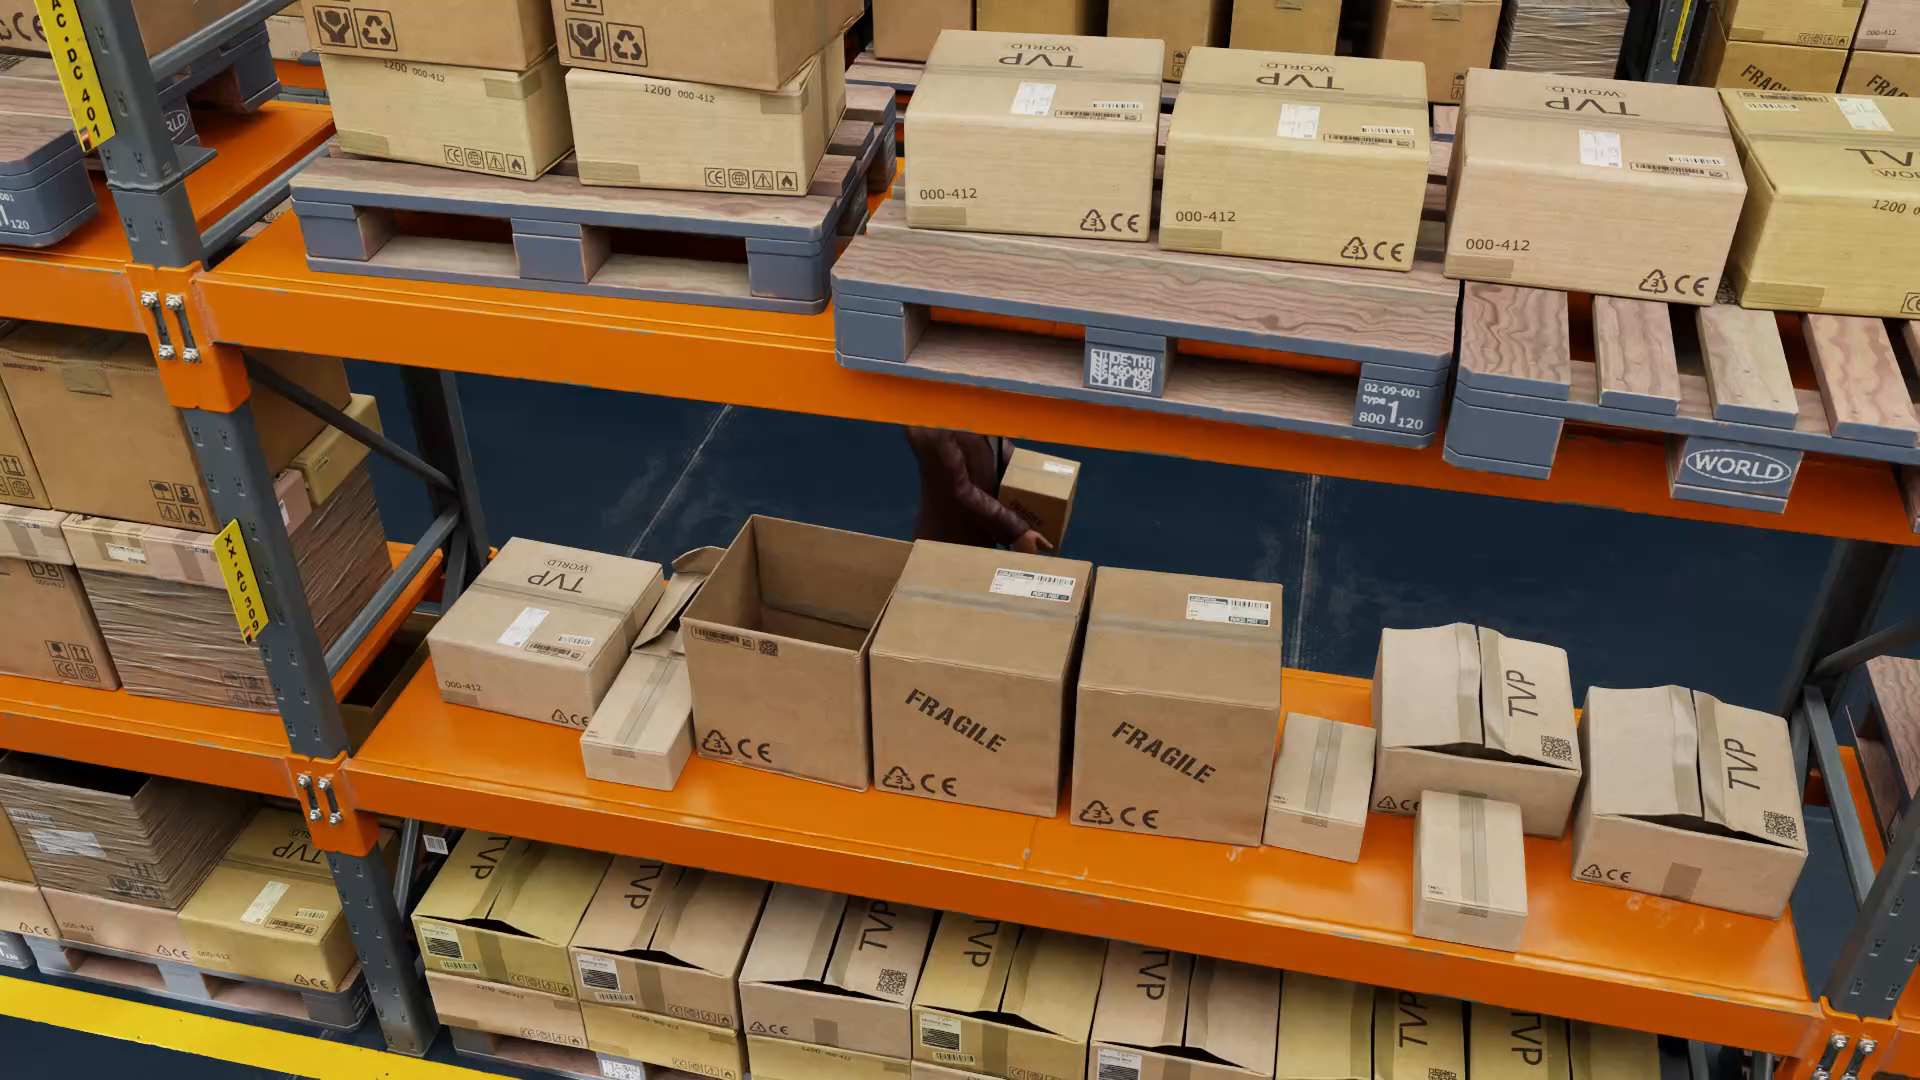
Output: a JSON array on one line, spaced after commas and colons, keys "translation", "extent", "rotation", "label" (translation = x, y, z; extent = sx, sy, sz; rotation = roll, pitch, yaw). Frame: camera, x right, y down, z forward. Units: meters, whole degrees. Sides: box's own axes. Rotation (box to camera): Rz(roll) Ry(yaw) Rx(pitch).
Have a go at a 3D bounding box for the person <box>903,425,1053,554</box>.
[{"translation": [0.104, -0.023, 6.197], "extent": [0.543, 1.772, 0.515], "rotation": [8, 37, 11], "label": "person"}]
